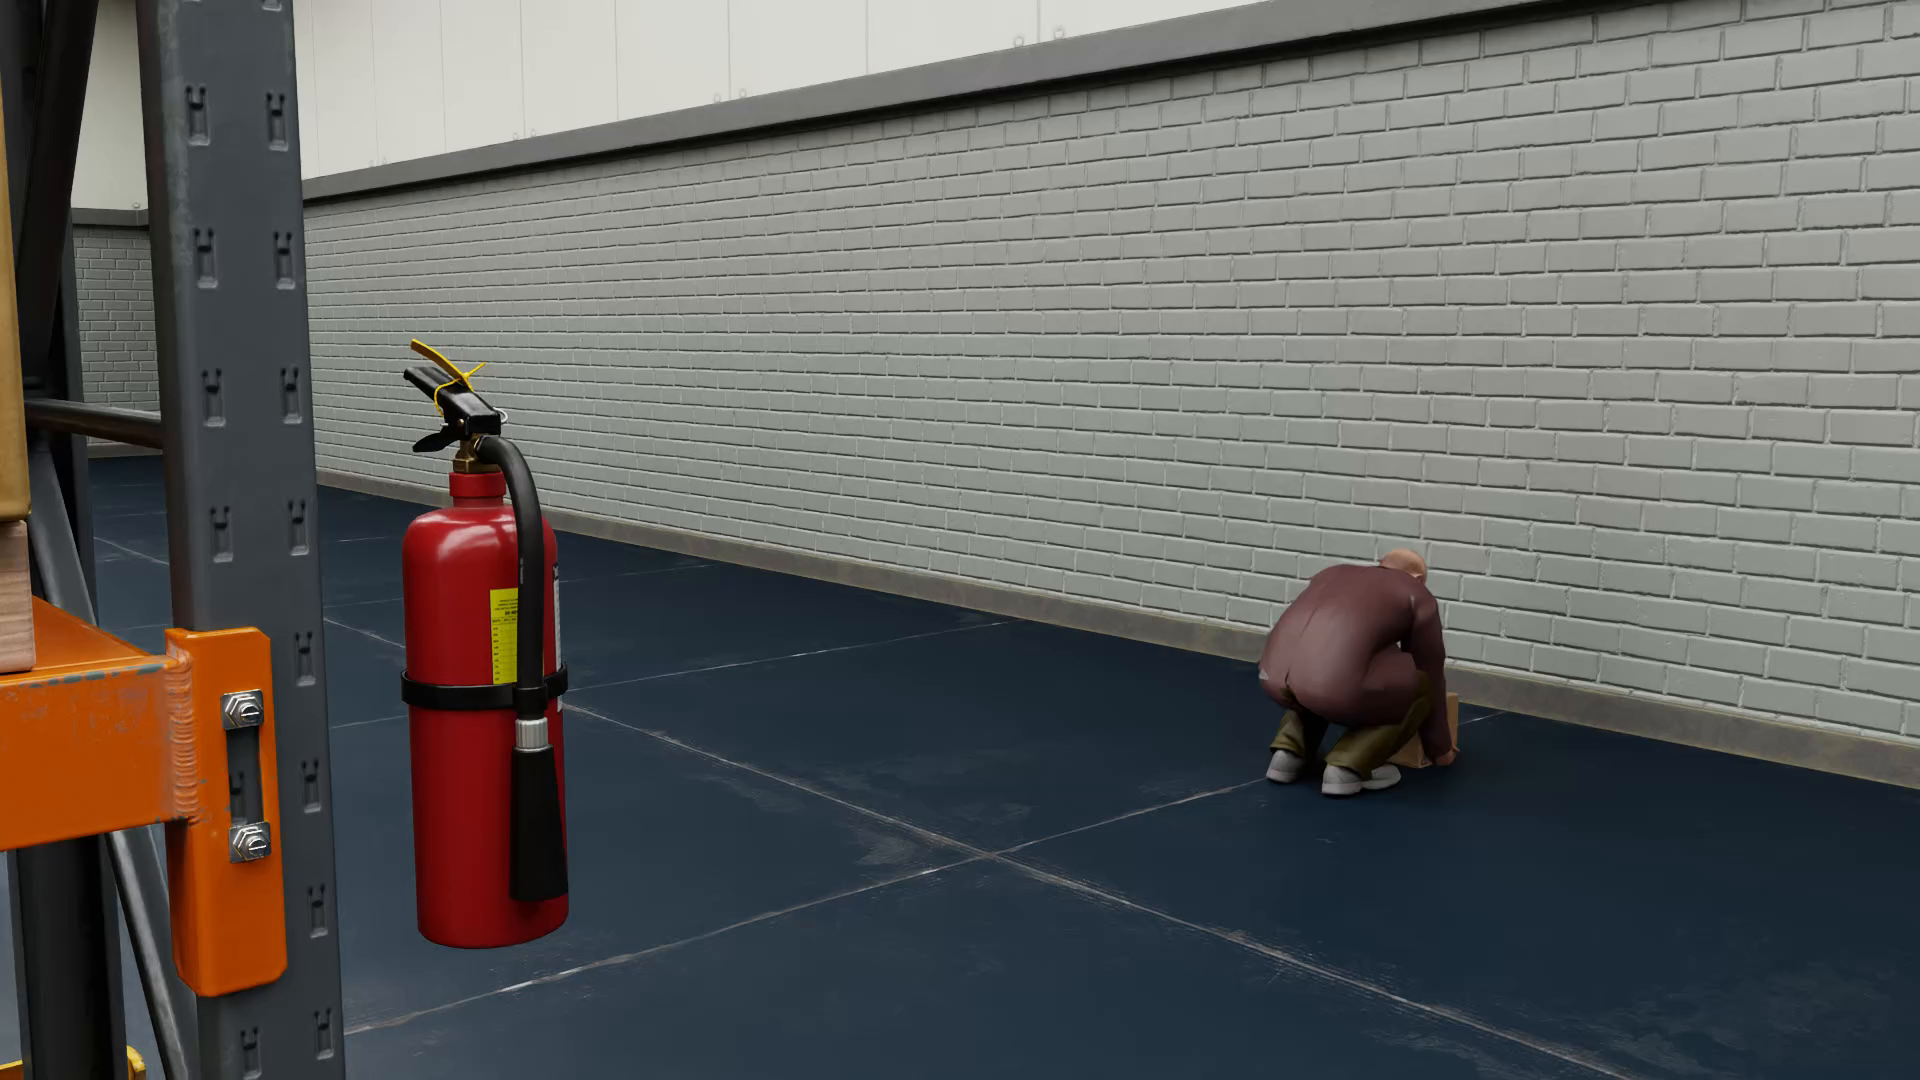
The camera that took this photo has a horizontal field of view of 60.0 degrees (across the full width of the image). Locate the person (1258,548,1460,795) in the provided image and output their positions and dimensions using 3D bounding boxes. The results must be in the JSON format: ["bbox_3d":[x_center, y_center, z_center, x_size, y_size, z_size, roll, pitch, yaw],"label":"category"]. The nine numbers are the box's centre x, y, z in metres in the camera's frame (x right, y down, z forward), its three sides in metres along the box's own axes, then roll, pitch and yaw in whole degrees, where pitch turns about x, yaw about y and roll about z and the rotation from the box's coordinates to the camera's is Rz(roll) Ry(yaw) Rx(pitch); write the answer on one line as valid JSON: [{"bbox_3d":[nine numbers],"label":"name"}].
[{"bbox_3d":[1.458,0.507,6.070,0.922,0.890,0.581,-6,10,-42],"label":"person"}]
